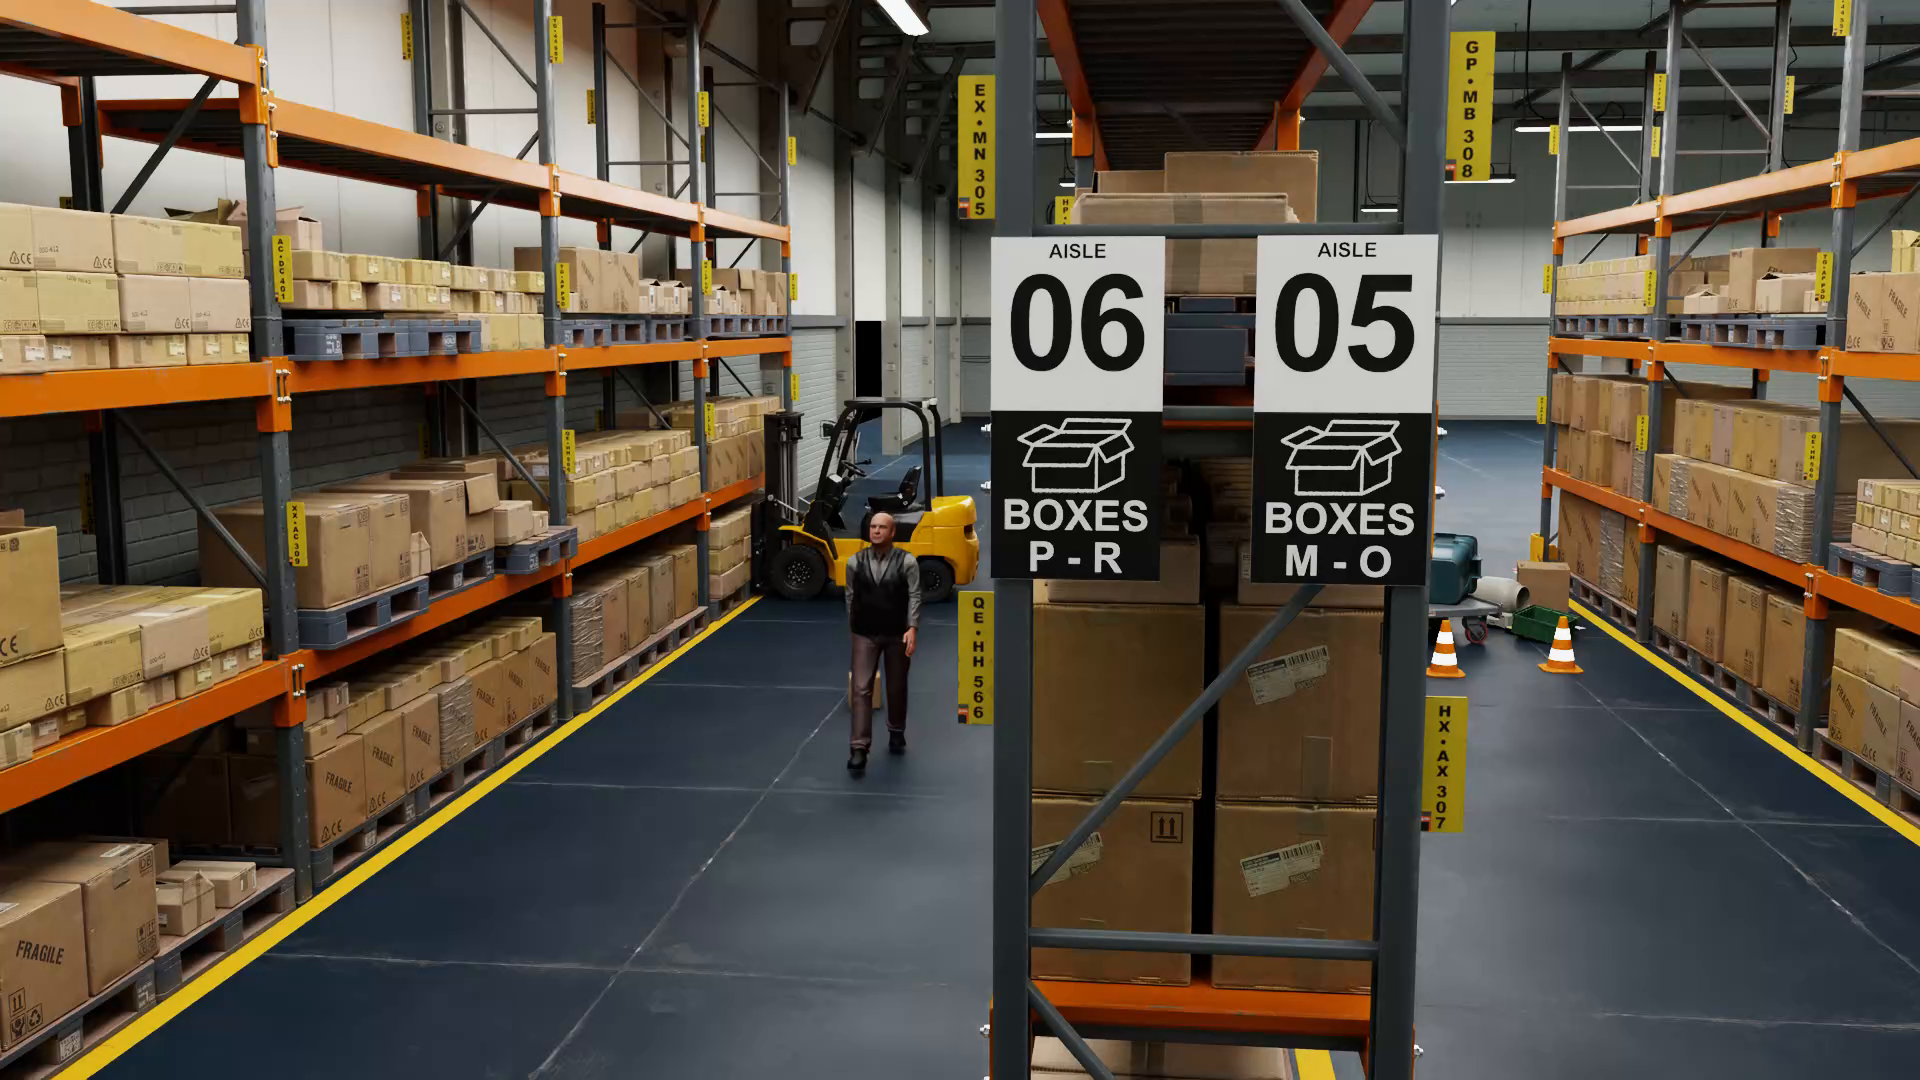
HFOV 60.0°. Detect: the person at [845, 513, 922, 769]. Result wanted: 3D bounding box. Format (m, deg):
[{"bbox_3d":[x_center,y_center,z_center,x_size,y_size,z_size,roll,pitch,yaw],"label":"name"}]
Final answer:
[{"bbox_3d":[-0.531,0.658,11.313,0.543,1.665,0.993,0,8,3],"label":"person"}]
